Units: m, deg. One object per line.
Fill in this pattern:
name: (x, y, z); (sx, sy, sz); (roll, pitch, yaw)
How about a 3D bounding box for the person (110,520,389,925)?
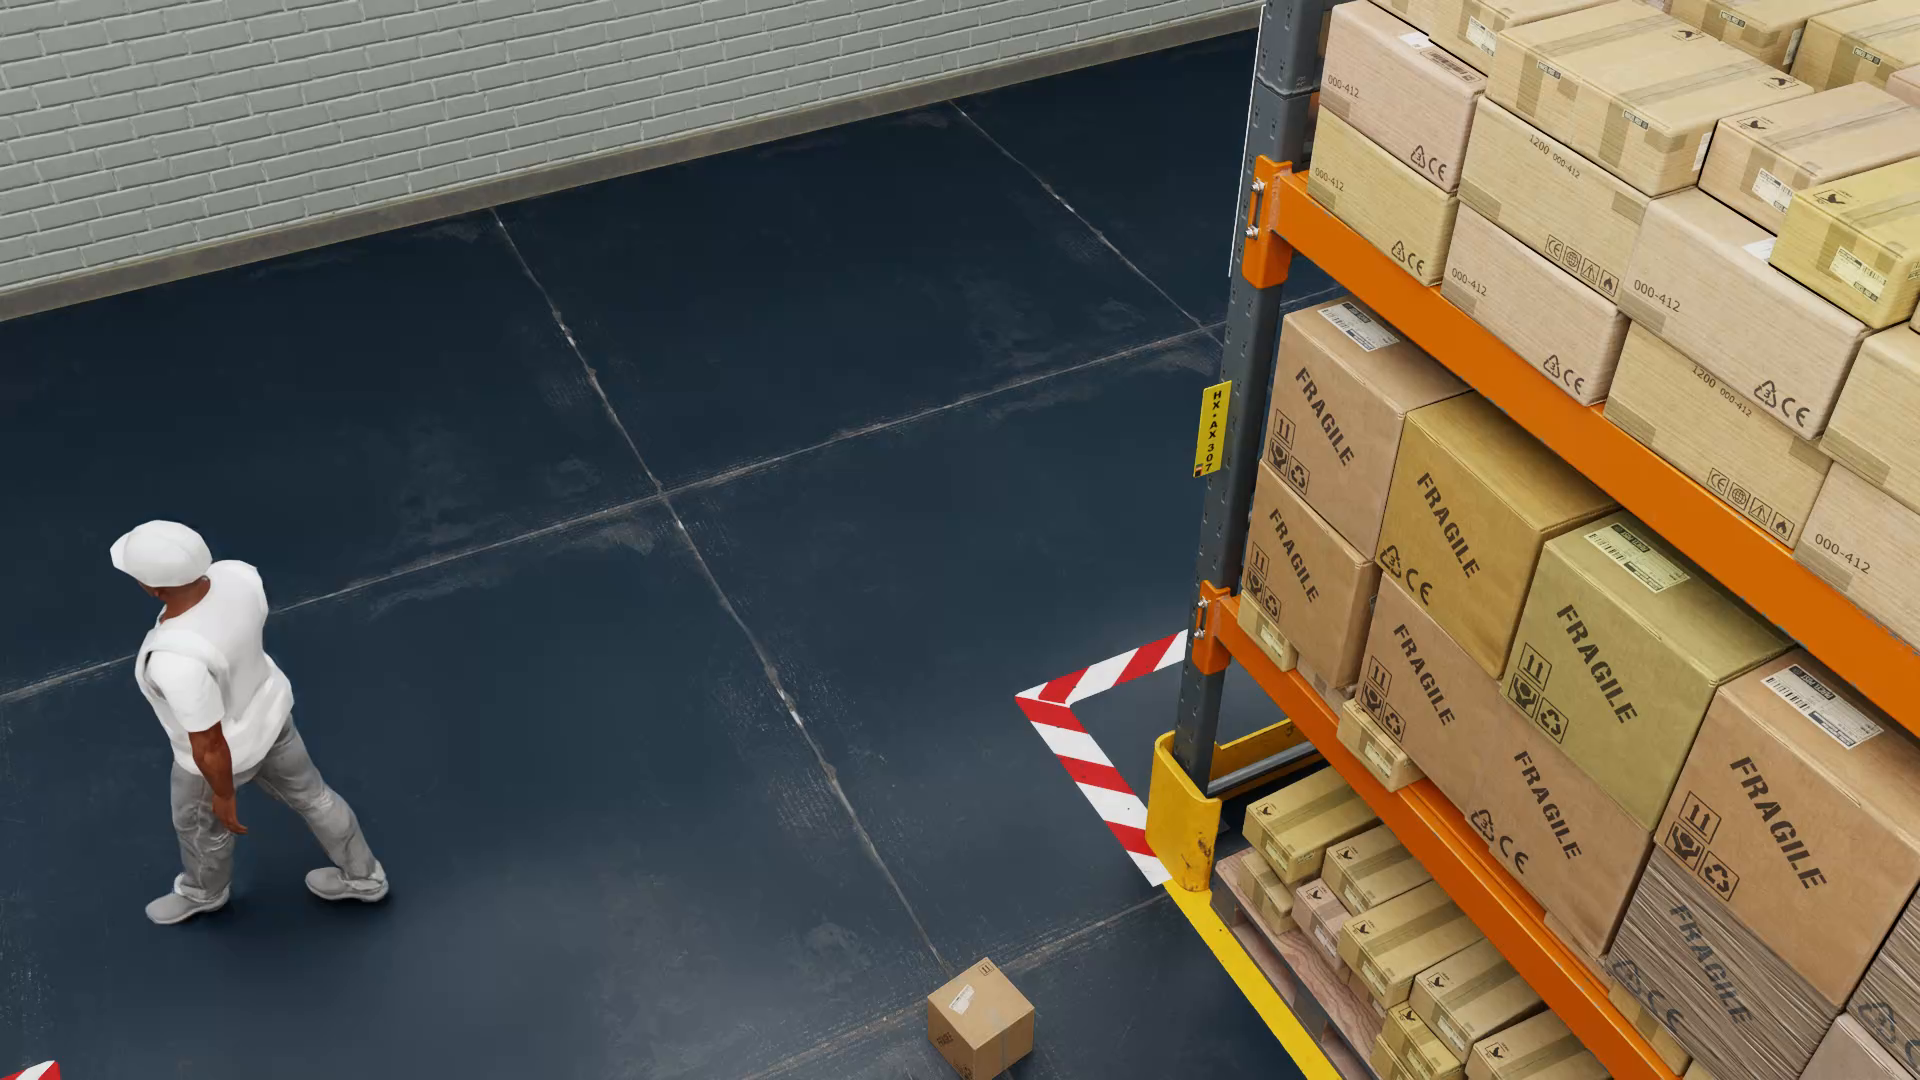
person: (-2.454, 0.605, 5.438); (0.854, 1.766, 0.614); (7, 41, 7)
